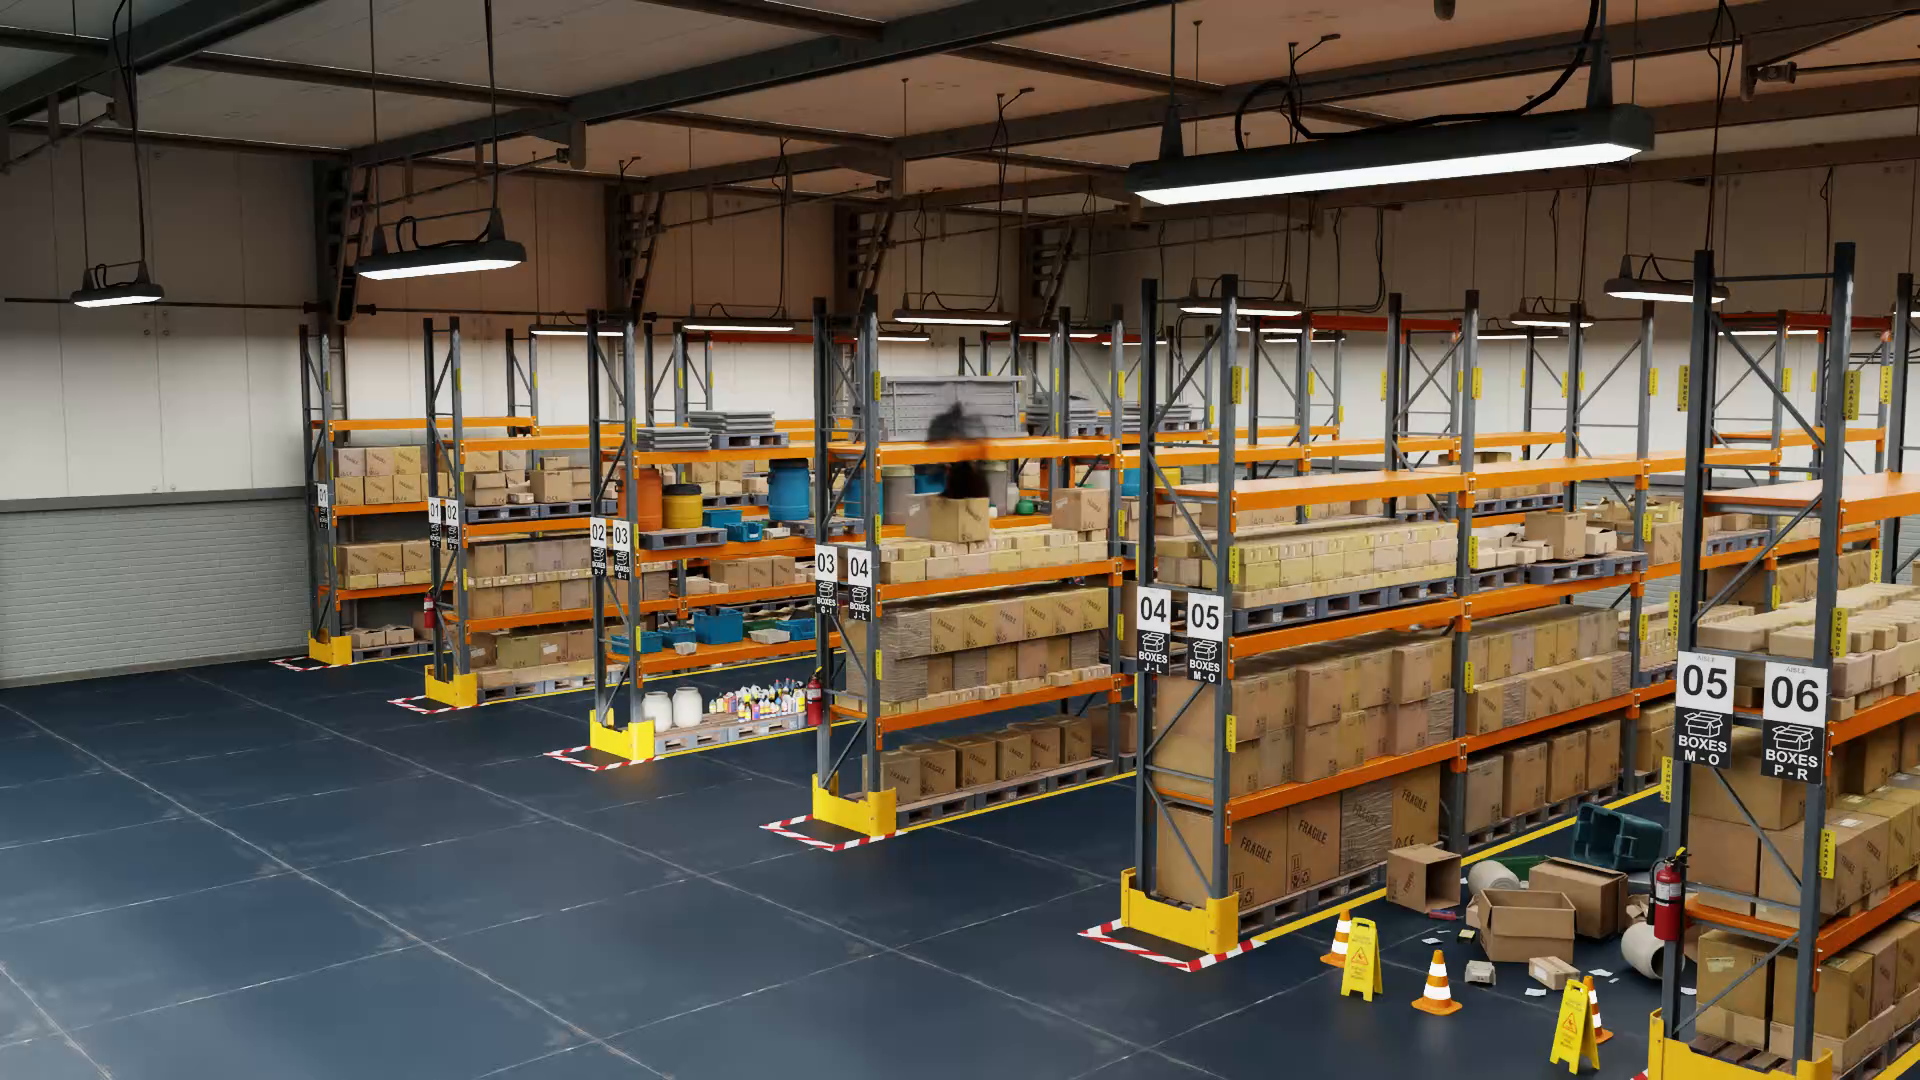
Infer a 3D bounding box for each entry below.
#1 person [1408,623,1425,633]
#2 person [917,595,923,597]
[{"bbox_3d":[-10.554,0.546,16.634,19.110,5.848,32.143,5,7,38],"label":"person"},{"bbox_3d":[-0.878,1.356,28.942,0.657,1.841,0.733,4,7,36],"label":"person"}]
